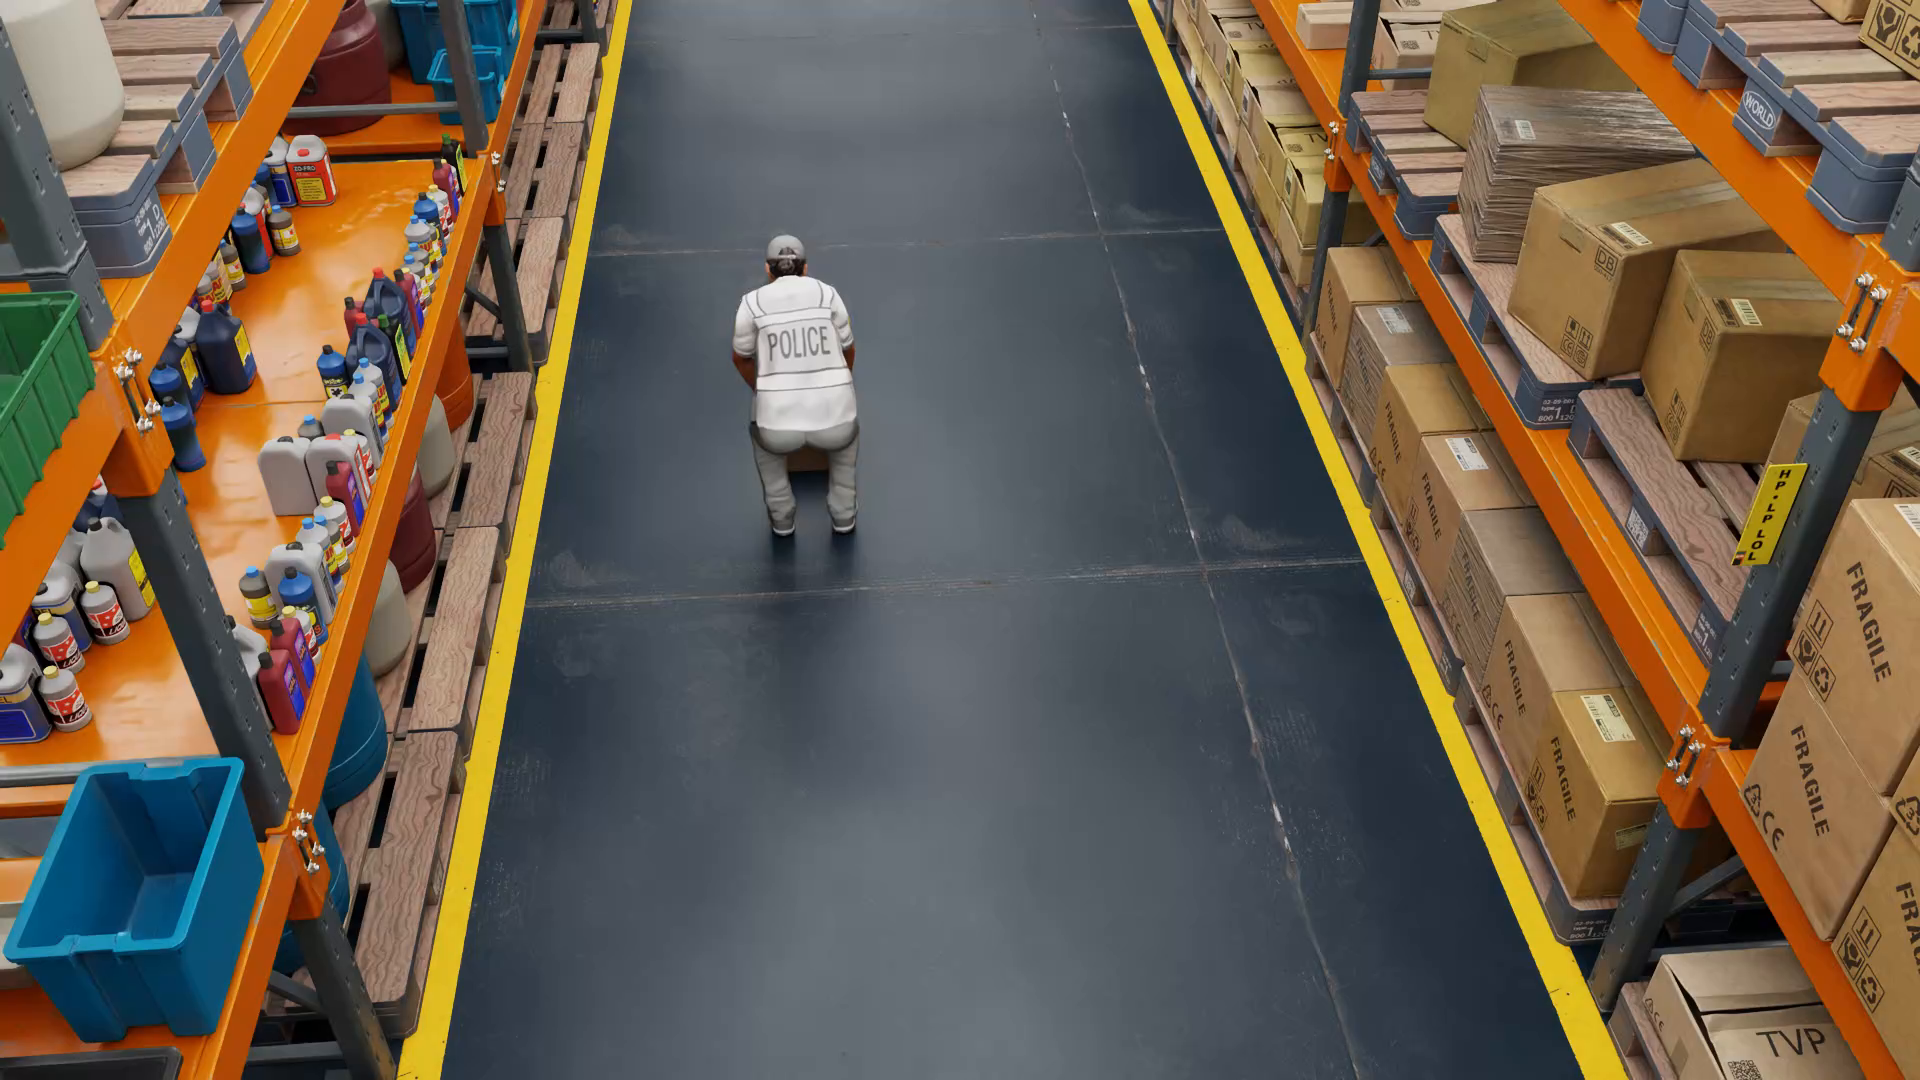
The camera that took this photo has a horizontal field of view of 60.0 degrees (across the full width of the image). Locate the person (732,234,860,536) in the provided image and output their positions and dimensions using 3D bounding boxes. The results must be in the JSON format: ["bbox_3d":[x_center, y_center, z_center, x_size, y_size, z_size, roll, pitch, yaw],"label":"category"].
[{"bbox_3d":[-0.710,-0.628,7.240,0.538,1.265,0.786,-3,39,-4],"label":"person"}]
